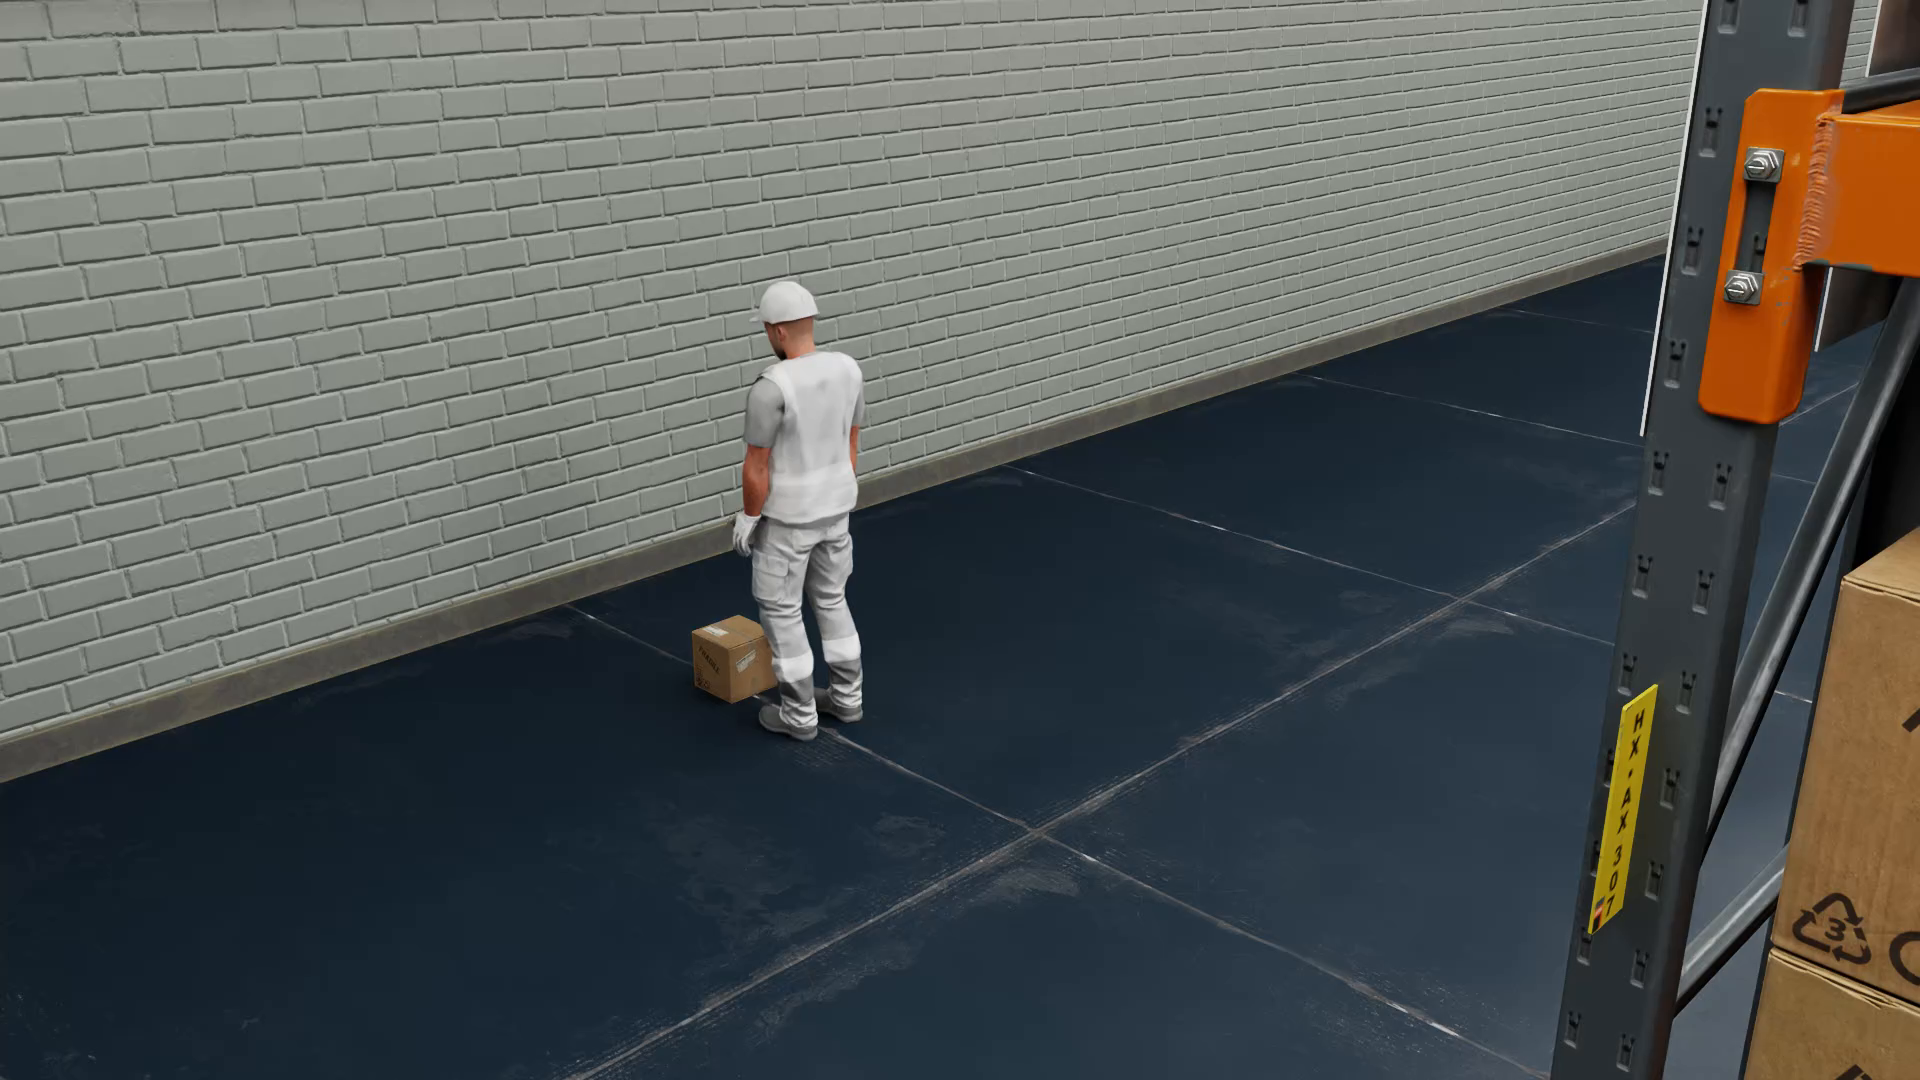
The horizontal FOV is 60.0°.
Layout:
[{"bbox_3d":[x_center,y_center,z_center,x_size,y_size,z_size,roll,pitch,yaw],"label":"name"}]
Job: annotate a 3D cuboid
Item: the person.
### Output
[{"bbox_3d":[-0.610,-0.099,6.328,0.529,1.776,0.364,-19,28,-41],"label":"person"}]
